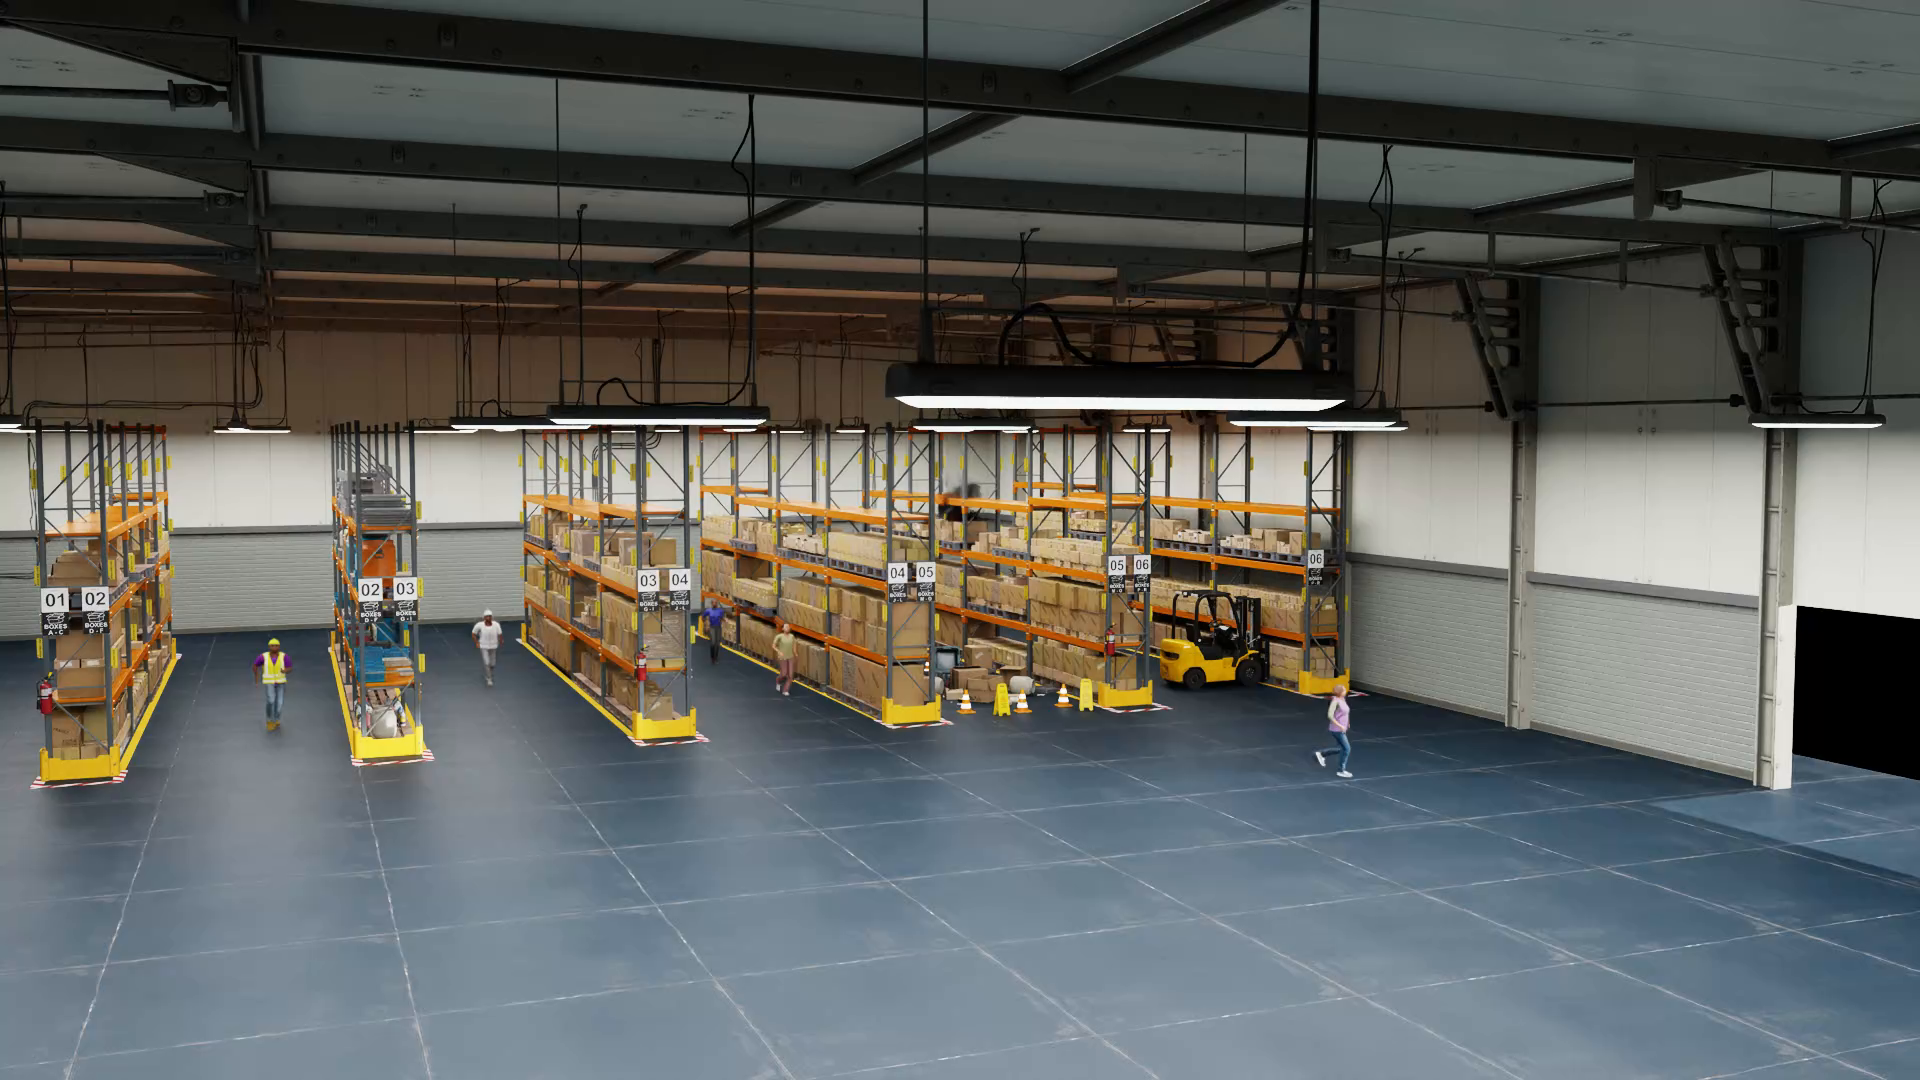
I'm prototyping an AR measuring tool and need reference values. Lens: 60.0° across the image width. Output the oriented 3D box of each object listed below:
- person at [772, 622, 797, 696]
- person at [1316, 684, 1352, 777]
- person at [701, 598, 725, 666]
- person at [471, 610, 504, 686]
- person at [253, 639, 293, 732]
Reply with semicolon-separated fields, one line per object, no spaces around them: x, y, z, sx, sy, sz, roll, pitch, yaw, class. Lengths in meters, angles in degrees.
-3.860;2.613;36.736;0.566;1.624;0.546;-2;4;-30;person
6.311;3.199;28.042;0.642;1.564;0.562;2;4;26;person
-6.126;2.322;41.543;0.553;1.684;0.687;-2;4;-25;person
-10.918;2.468;38.386;0.683;1.726;0.770;-2;4;-29;person
-13.356;2.821;32.393;0.670;1.801;0.728;-2;4;-33;person
